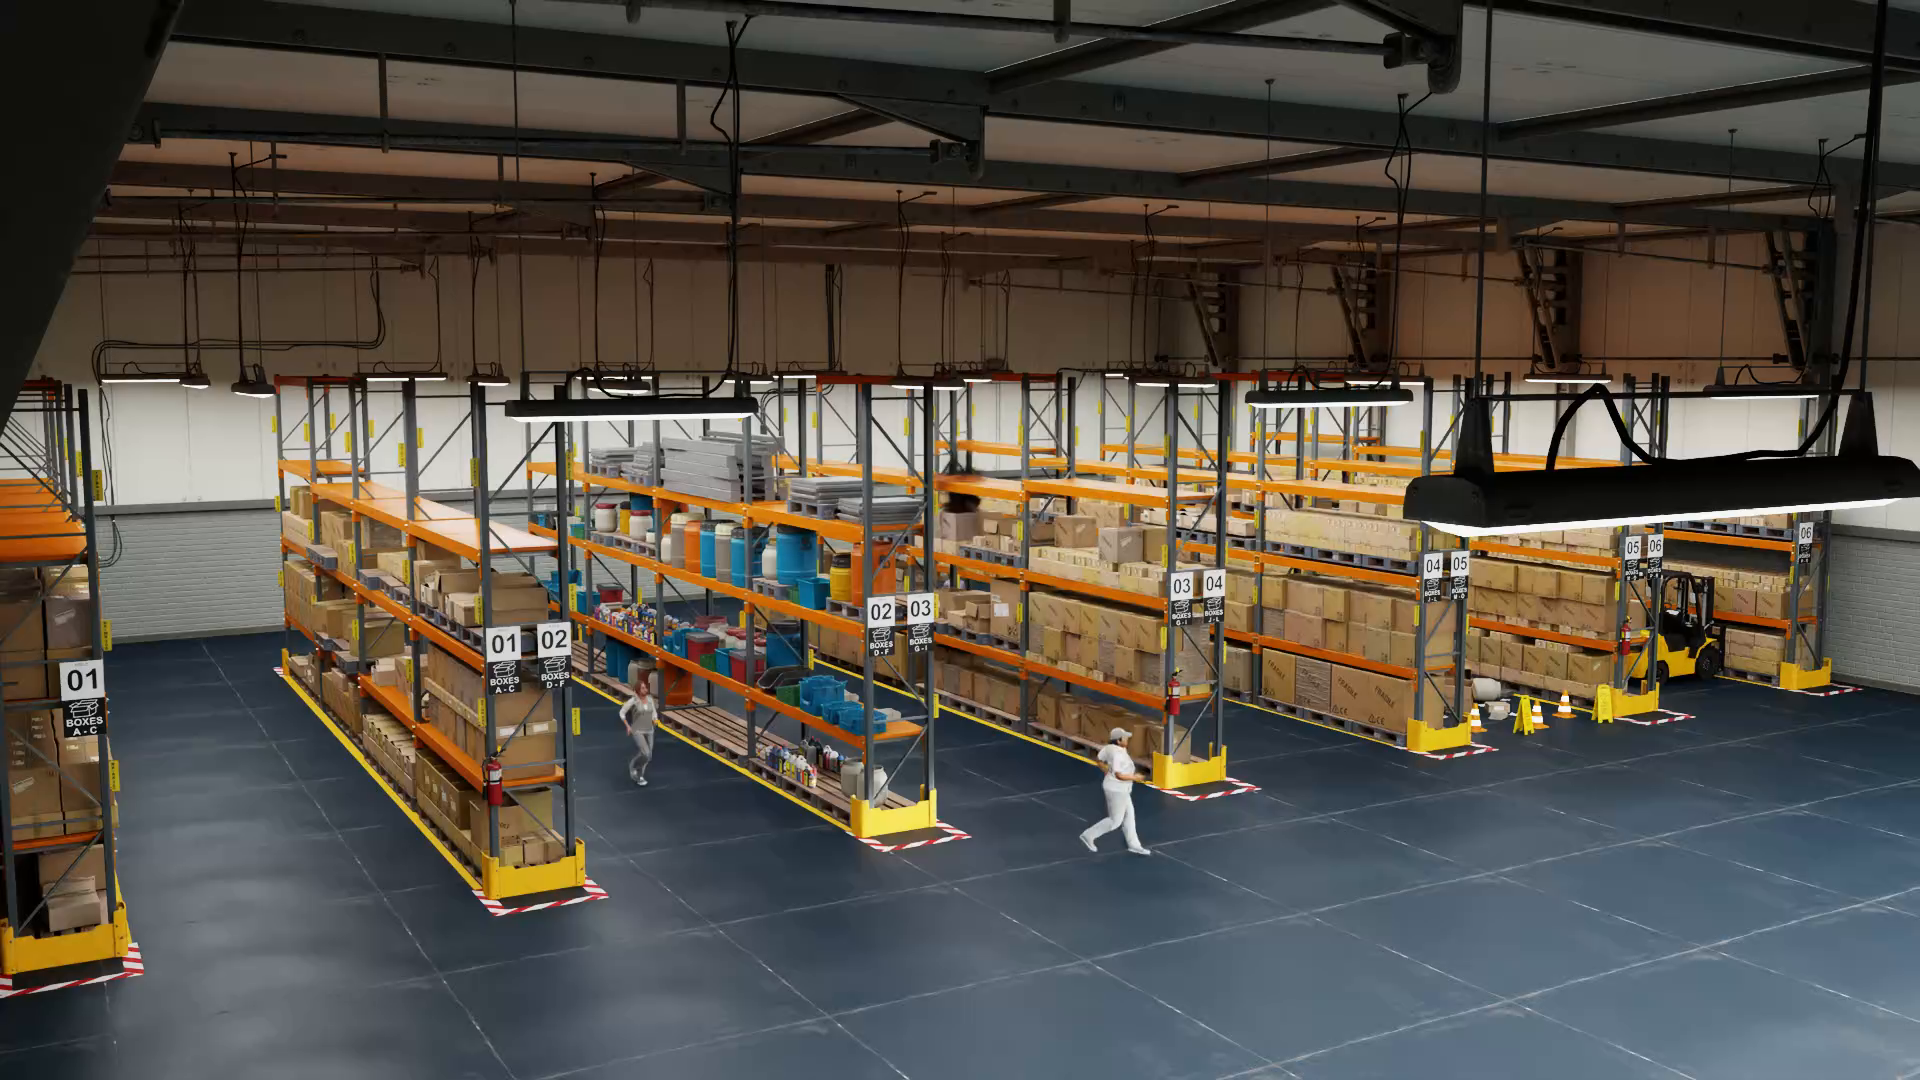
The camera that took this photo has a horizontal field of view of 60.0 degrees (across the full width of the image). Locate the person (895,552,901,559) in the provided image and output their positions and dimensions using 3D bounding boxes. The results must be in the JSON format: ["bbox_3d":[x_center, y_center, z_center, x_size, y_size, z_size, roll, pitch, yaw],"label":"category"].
[{"bbox_3d":[-1.739,1.053,41.013,0.764,1.614,0.620,2,7,19],"label":"person"}]

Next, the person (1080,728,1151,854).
[{"bbox_3d":[1.973,3.199,21.075,0.931,1.668,0.611,0,6,-3],"label":"person"}]

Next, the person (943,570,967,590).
[{"bbox_3d":[-0.106,1.458,37.350,0.581,1.617,0.586,-3,7,-24],"label":"person"}]

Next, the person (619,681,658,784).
[{"bbox_3d":[-4.687,2.864,24.591,0.524,1.561,0.559,-6,8,-42],"label":"person"}]
